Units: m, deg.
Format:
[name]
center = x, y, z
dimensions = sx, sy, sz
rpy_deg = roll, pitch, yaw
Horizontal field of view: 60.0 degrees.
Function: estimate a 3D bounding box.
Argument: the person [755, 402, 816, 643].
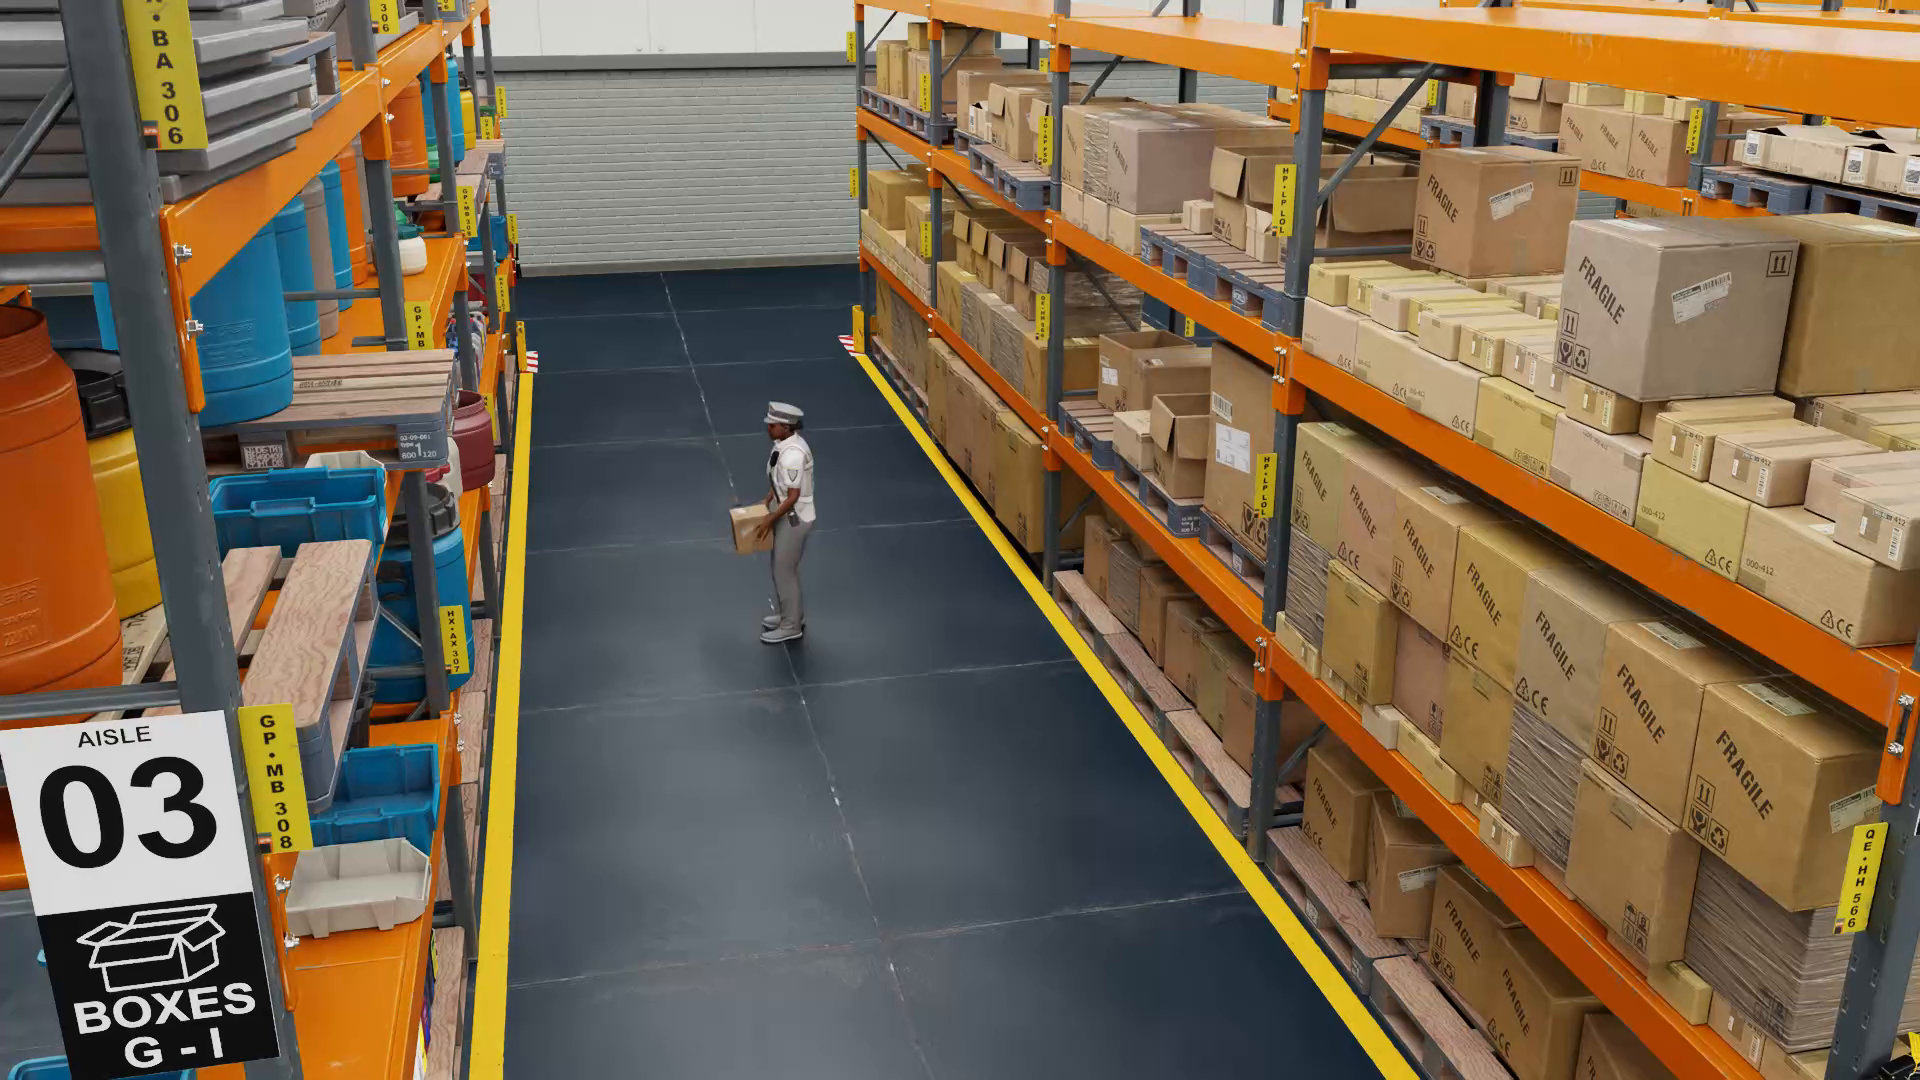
[person]
center = -1.211, -0.134, 11.413
dimensions = 0.428, 1.680, 0.479
rpy_deg = -5, 20, -13
